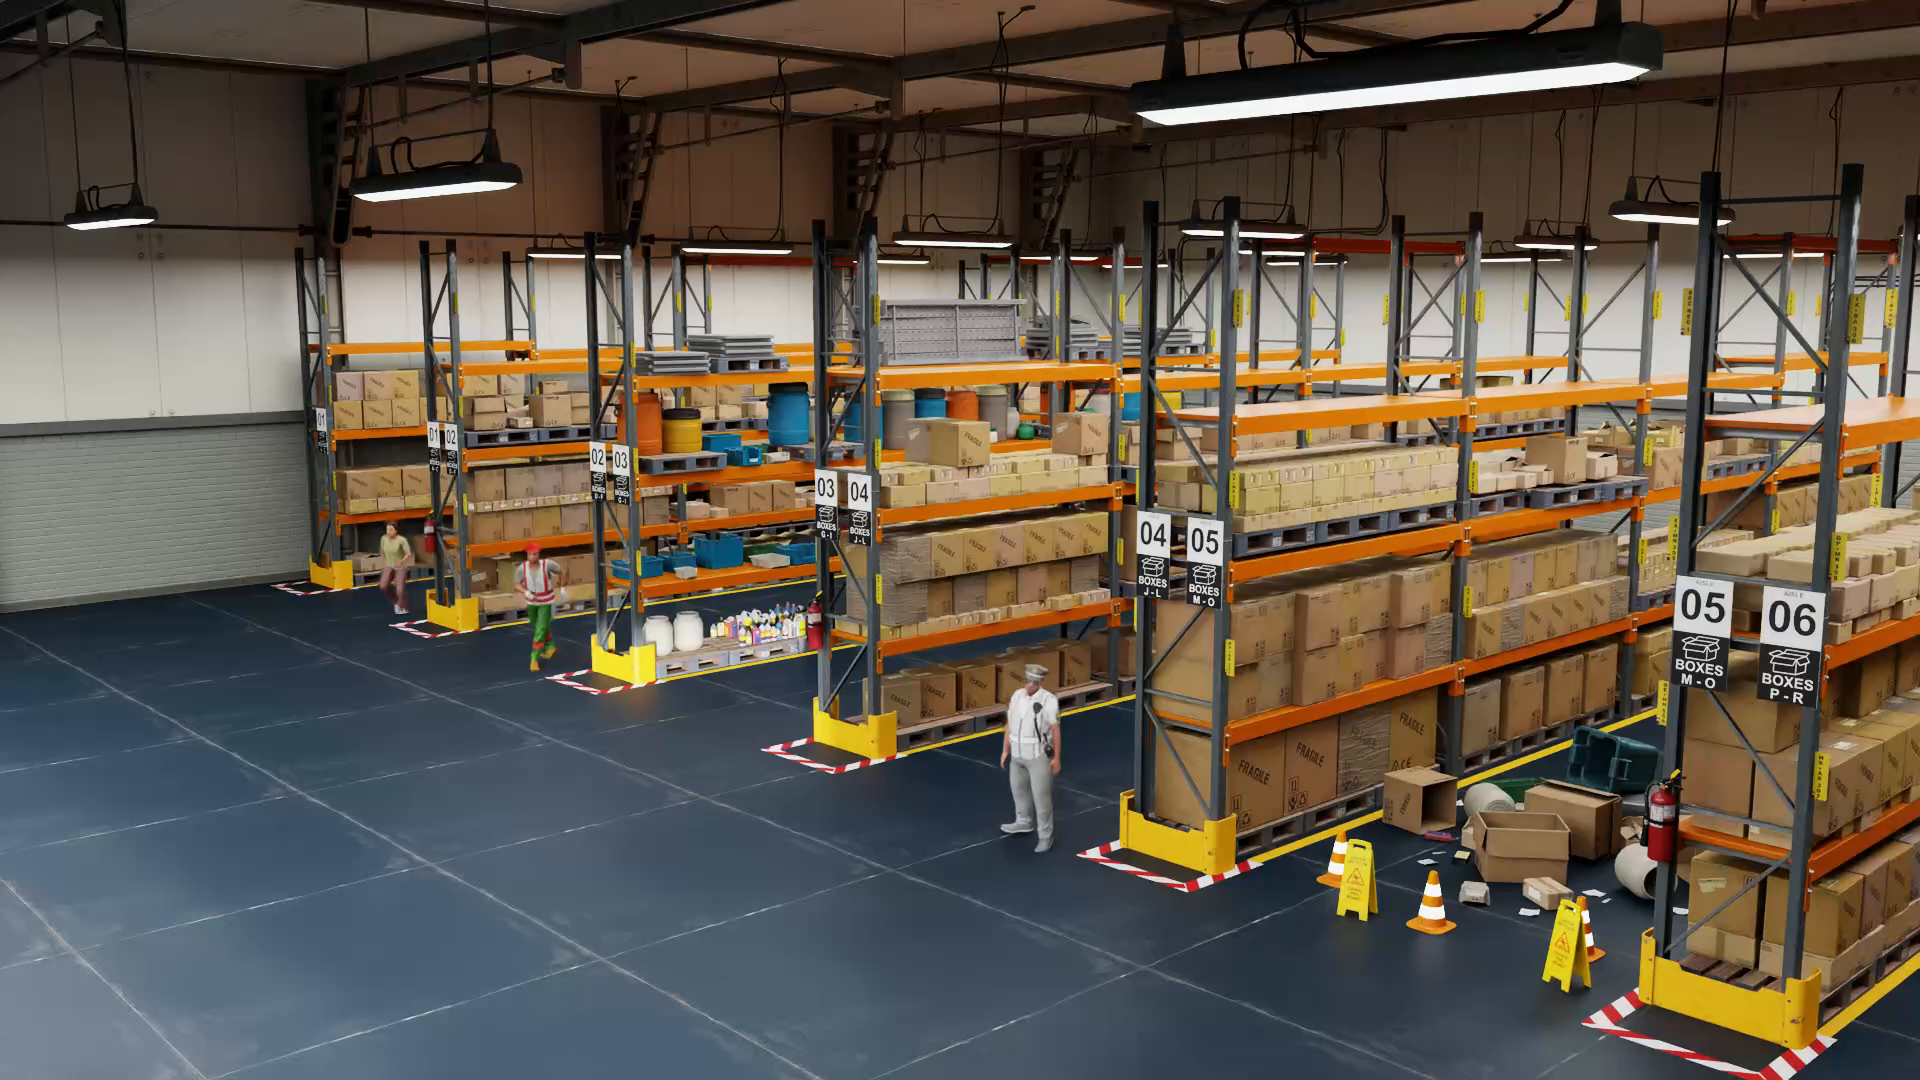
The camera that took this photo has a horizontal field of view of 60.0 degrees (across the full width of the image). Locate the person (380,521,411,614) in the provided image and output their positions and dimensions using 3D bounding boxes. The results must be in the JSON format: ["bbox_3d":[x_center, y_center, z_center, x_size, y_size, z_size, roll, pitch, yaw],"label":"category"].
[{"bbox_3d":[-9.148,0.459,26.901,0.598,1.565,0.761,1,8,4],"label":"person"}]

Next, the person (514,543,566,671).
[{"bbox_3d":[-5.849,0.894,23.309,0.655,1.795,0.808,1,8,9],"label":"person"}]

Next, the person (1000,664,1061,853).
[{"bbox_3d":[0.622,2.036,15.735,0.719,1.802,0.485,6,11,37],"label":"person"}]

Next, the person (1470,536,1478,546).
[{"bbox_3d":[7.734,0.679,25.154,0.861,1.594,0.537,-8,11,-43],"label":"person"}]
